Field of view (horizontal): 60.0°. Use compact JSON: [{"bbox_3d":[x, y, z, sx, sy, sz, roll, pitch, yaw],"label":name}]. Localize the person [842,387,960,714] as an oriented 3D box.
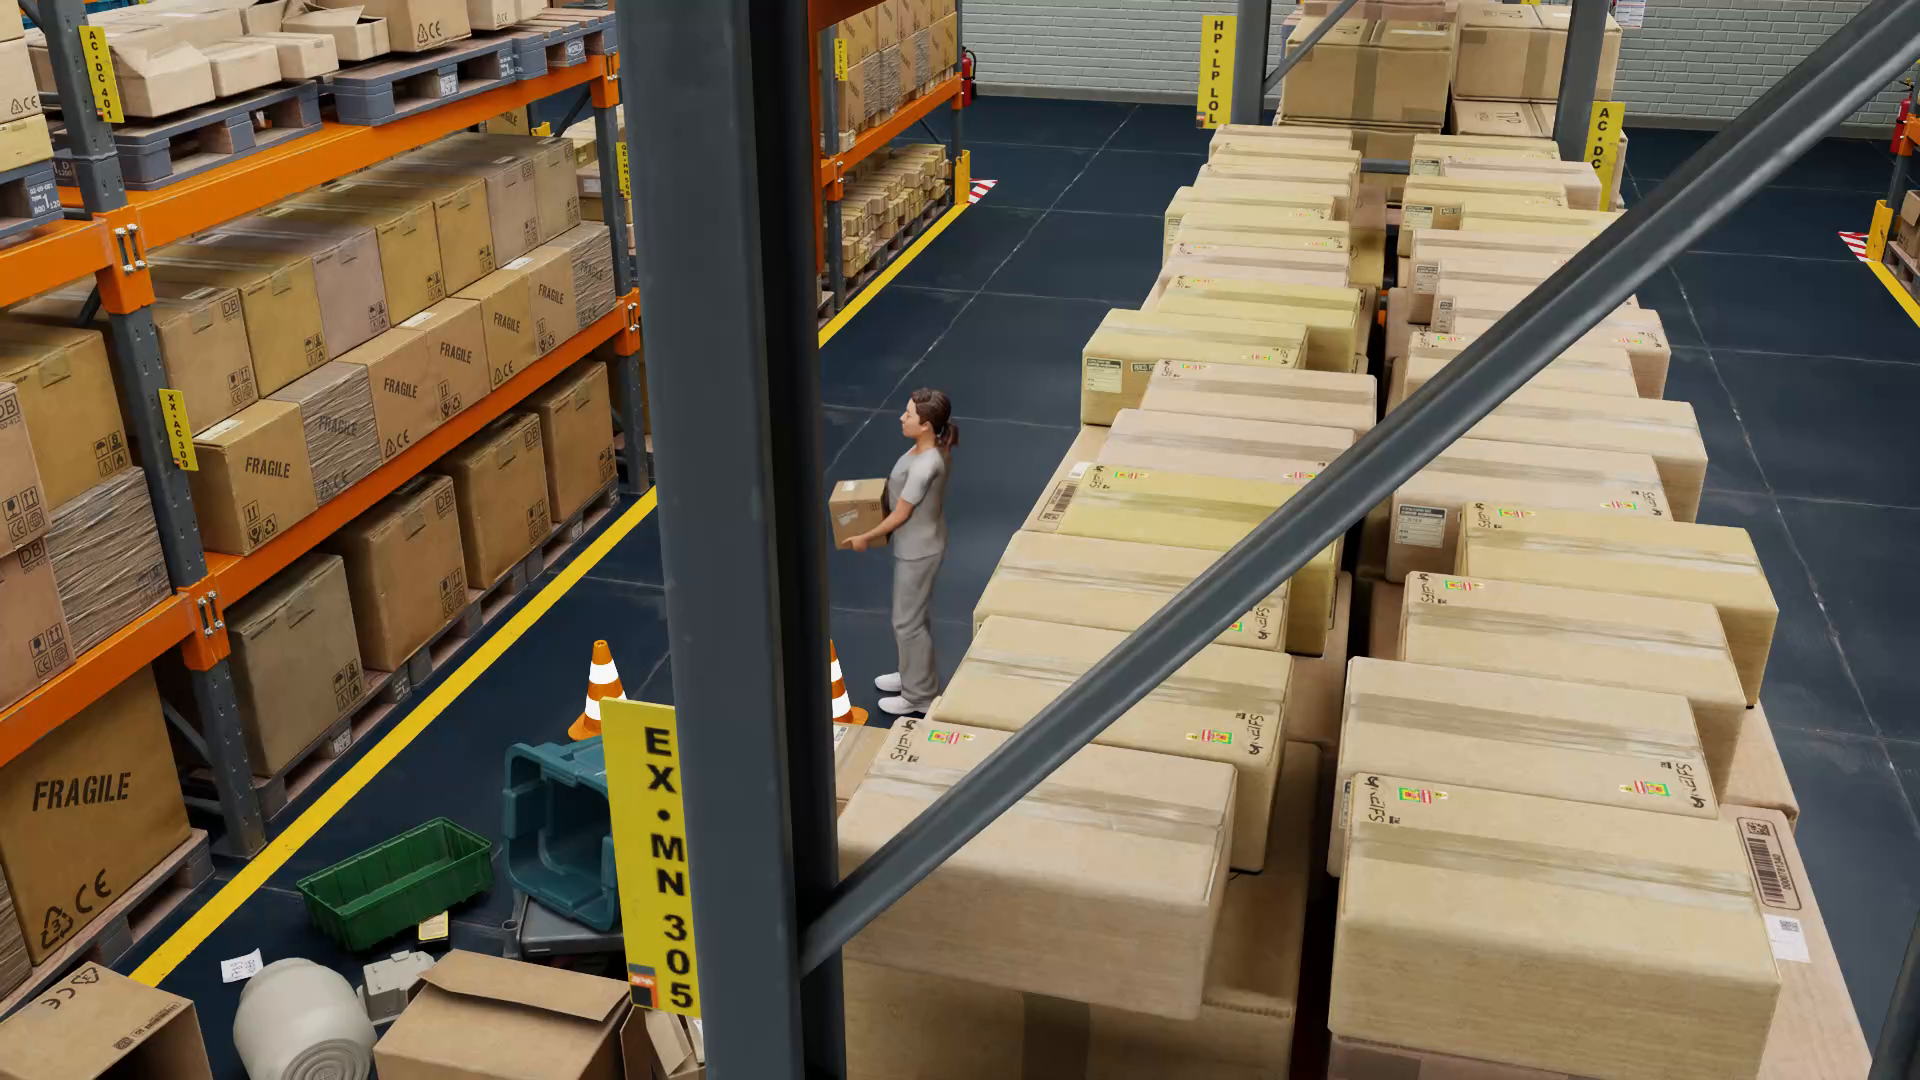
[{"bbox_3d":[-0.270,0.049,8.022,0.556,1.665,0.436,3,26,6],"label":"person"}]
